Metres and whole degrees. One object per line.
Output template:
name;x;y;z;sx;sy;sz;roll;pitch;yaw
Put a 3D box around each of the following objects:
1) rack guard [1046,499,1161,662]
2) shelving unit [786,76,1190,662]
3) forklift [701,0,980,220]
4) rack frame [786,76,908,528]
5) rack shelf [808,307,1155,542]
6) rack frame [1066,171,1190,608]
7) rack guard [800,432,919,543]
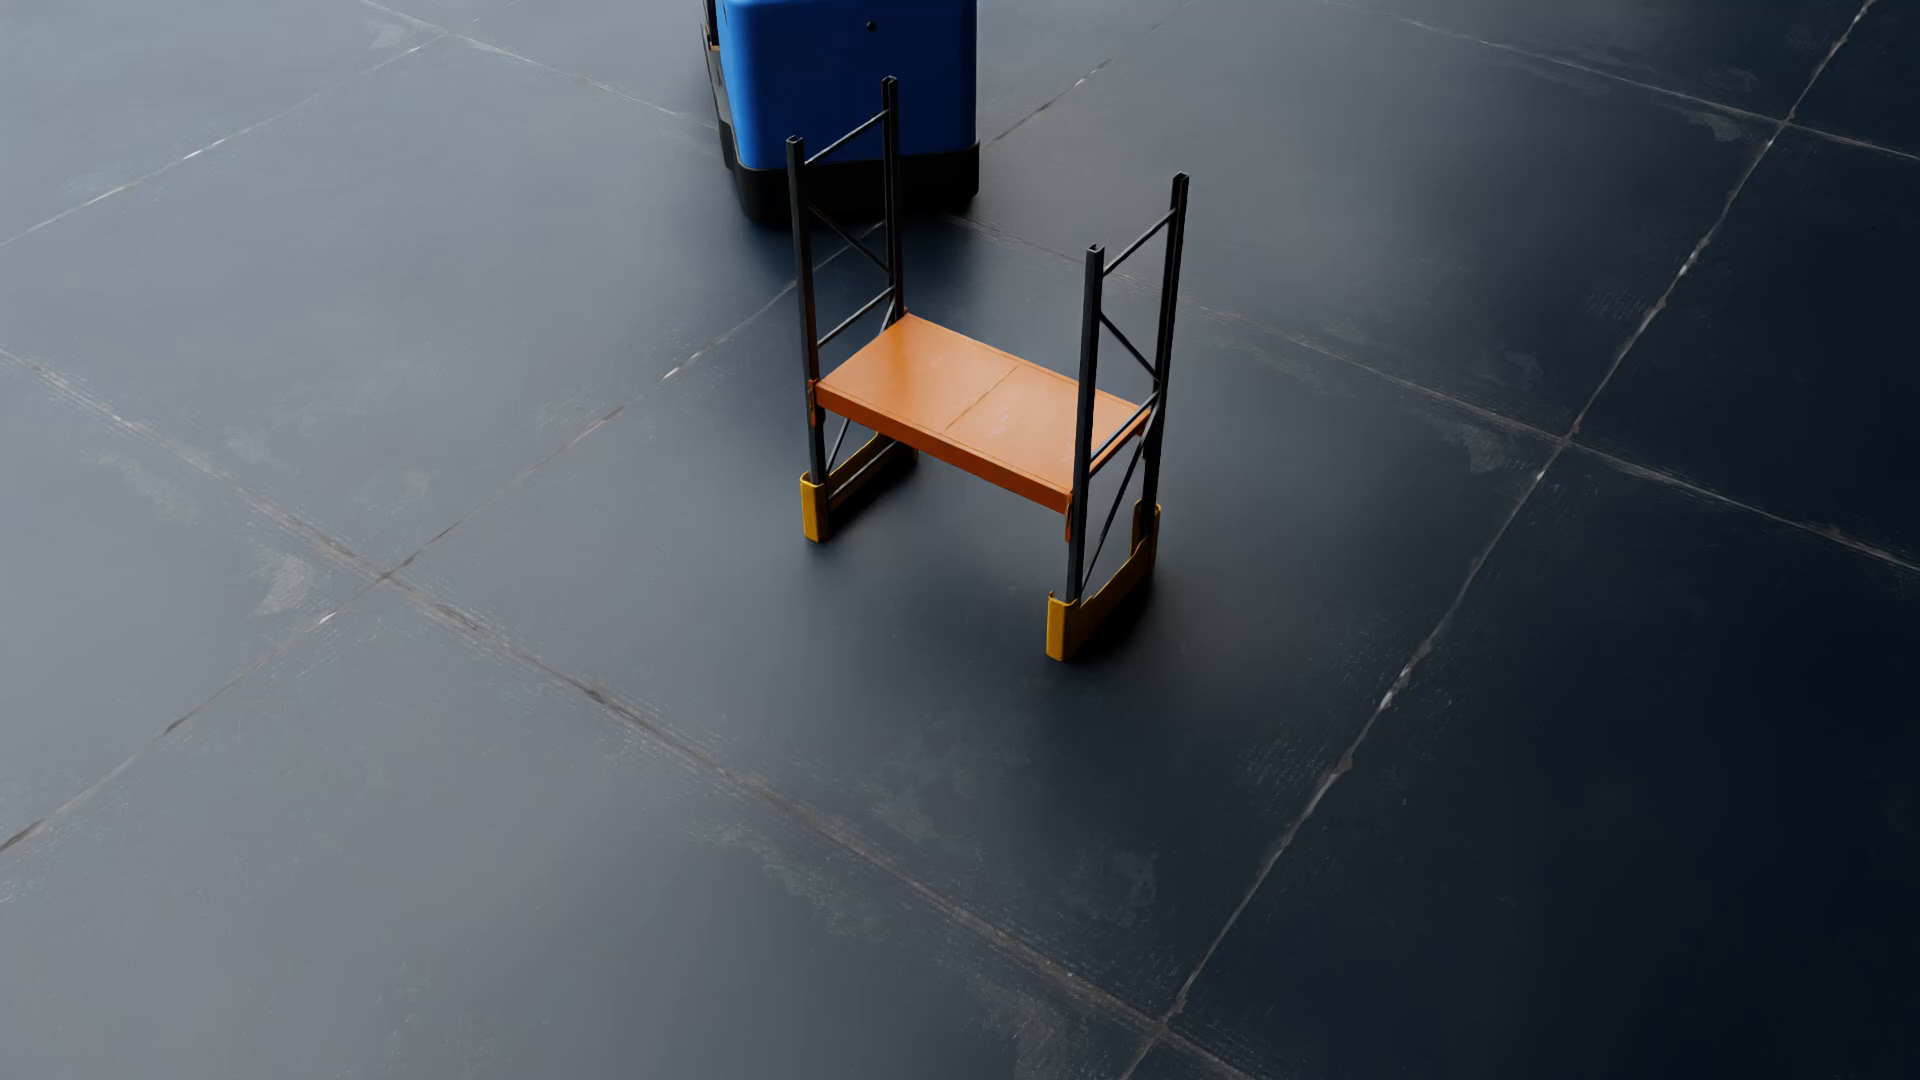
rack guard;0.470;0.127;5.421;0.087;0.250;0.587;25;48;25
shelving unit;0.062;-0.530;5.217;1.083;1.500;0.587;25;48;25
forklift;-0.706;-3.467;7.427;1.130;2.935;3.031;-8;42;-8
rack frame;-0.346;-0.721;5.431;0.032;1.500;0.500;25;48;25
rack shelf;0.070;-0.392;5.333;1.000;0.185;0.538;25;48;25
rack frame;0.486;-0.332;4.996;0.032;1.500;0.500;25;48;25
rack guard;-0.345;-0.255;5.847;0.087;0.250;0.587;25;48;25
